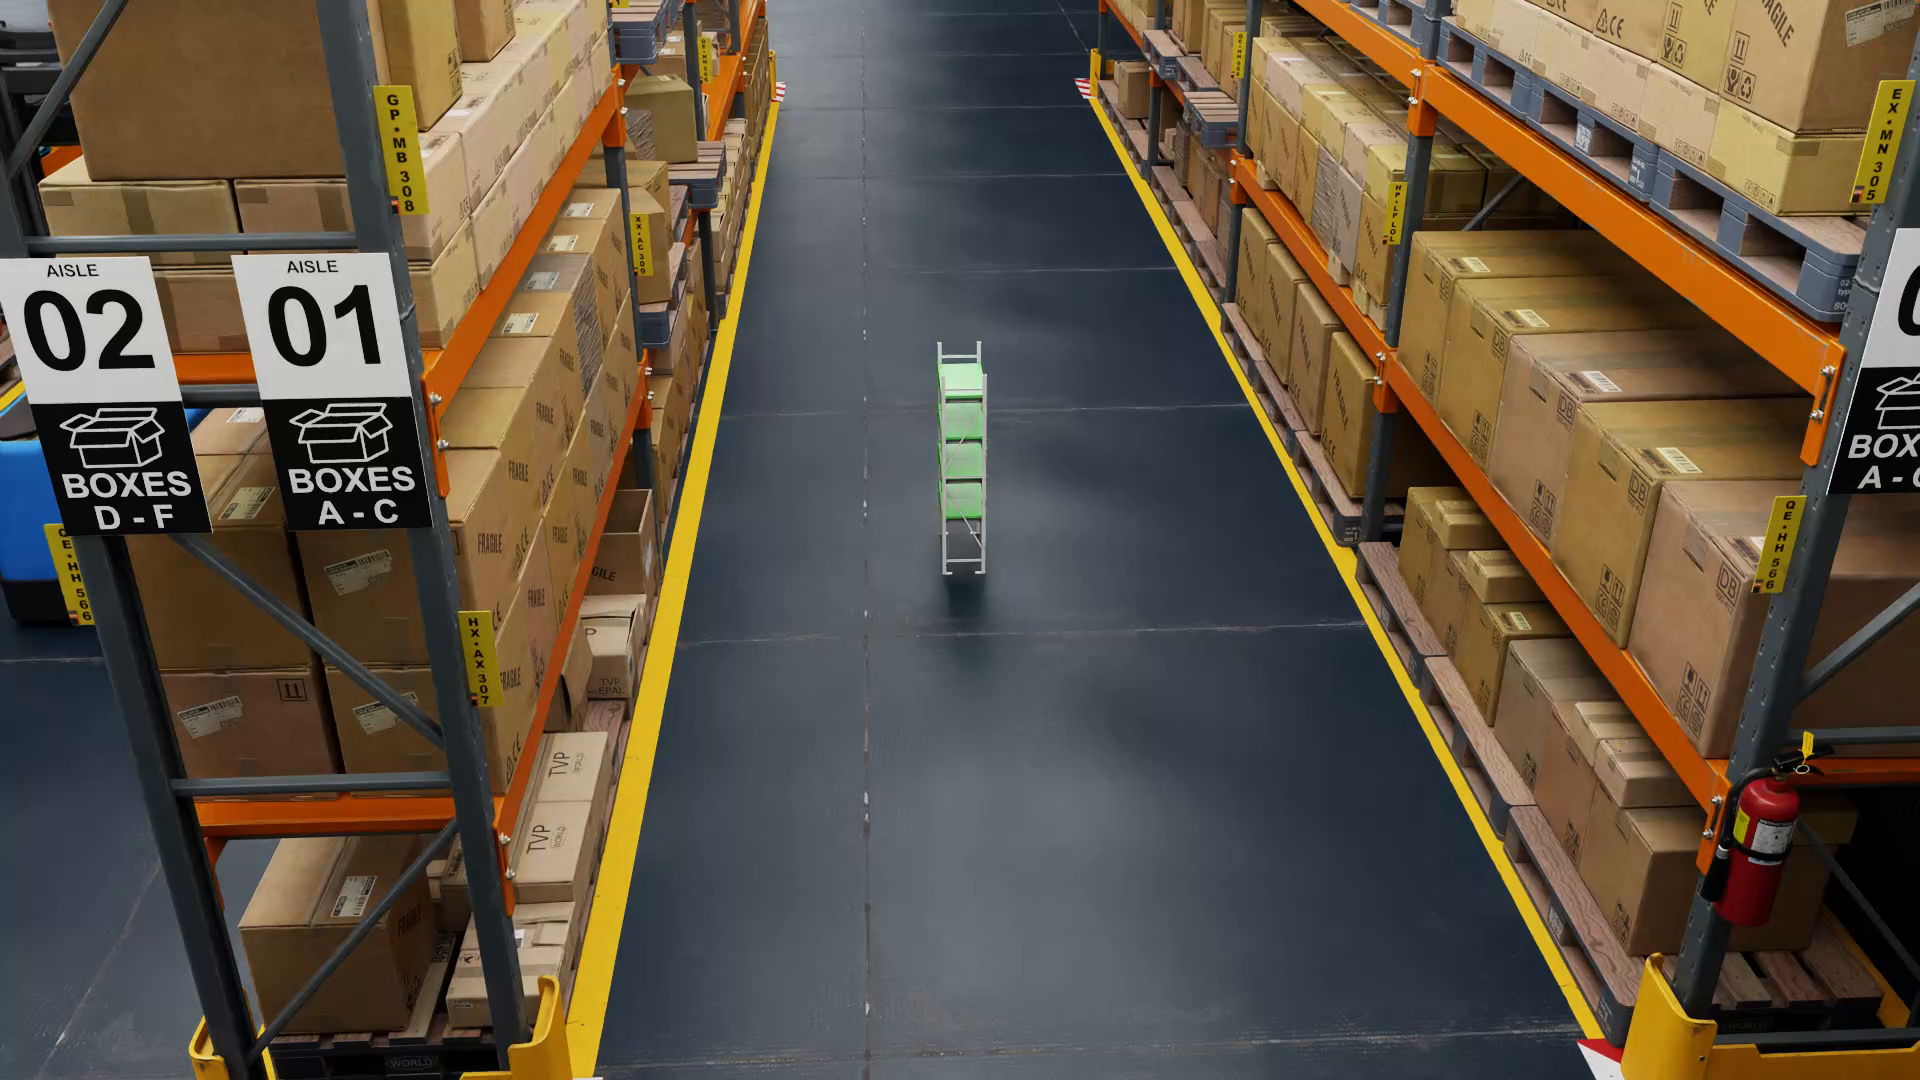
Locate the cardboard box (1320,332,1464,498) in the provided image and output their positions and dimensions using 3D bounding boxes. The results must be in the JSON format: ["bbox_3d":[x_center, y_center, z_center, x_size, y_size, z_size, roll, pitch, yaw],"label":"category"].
[{"bbox_3d":[2.619,-0.750,9.814,0.750,0.750,0.750,-1,28,-2],"label":"cardboard box"}]

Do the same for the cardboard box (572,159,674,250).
[{"bbox_3d":[-2.064,-1.869,9.528,0.700,0.500,0.500,3,28,5],"label":"cardboard box"}]

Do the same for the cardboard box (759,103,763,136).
[{"bbox_3d":[-2.345,-4.443,17.545,0.500,0.250,0.500,-1,28,-3],"label":"cardboard box"}]

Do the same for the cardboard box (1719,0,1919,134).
[{"bbox_3d":[2.681,-1.530,4.986,0.500,0.500,0.500,-1,28,-3],"label":"cardboard box"}]

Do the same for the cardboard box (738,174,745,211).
[{"bbox_3d":[-2.218,-3.105,14.980,0.500,0.250,0.500,-1,28,-2],"label":"cardboard box"}]

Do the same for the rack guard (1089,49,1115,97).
[{"bbox_3d":[2.161,-5.618,19.981,1.175,0.500,0.348,-1,28,-3],"label":"rack guard"}]

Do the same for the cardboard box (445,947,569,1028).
[{"bbox_3d":[-1.633,1.616,6.014,0.380,0.149,0.250,-1,28,-3],"label":"cardboard box"}]

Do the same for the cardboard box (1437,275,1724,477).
[{"bbox_3d":[2.828,-0.764,7.648,0.980,0.700,0.700,-2,28,-4],"label":"cardboard box"}]

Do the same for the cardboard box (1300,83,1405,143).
[{"bbox_3d":[2.432,-2.654,10.332,0.500,0.250,0.500,-2,28,-4],"label":"cardboard box"}]

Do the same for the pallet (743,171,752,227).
[{"bbox_3d":[-2.504,-3.217,15.690,1.003,0.211,1.213,-1,28,-3],"label":"pallet"}]

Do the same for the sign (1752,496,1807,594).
[{"bbox_3d":[2.449,0.016,4.968,0.100,0.325,0.005,-1,28,-3],"label":"sign"}]

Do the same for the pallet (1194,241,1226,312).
[{"bbox_3d":[2.535,-2.191,13.723,1.003,0.211,1.213,-1,28,-3],"label":"pallet"}]

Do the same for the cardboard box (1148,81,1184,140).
[{"bbox_3d":[2.271,-4.479,17.322,0.500,0.500,0.500,-3,28,-7],"label":"cardboard box"}]

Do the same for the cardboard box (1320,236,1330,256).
[{"bbox_3d":[2.460,-1.854,10.311,0.380,0.149,0.250,-2,28,-4],"label":"cardboard box"}]

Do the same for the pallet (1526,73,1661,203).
[{"bbox_3d":[2.876,-1.570,6.369,1.003,0.211,1.213,-1,28,-3],"label":"pallet"}]

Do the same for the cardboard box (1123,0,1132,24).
[{"bbox_3d":[1.979,-5.530,17.250,0.500,0.250,0.500,-2,28,-3],"label":"cardboard box"}]

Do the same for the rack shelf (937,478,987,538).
[{"bbox_3d":[0.009,-0.186,9.467,0.258,0.148,0.480,-1,28,-3],"label":"rack shelf"}]

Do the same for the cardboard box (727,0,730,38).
[{"bbox_3d":[-2.645,-5.285,16.532,0.700,0.500,0.500,-2,28,-3],"label":"cardboard box"}]

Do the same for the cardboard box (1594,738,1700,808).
[{"bbox_3d":[2.667,0.886,6.354,0.380,0.149,0.250,-2,28,-3],"label":"cardboard box"}]

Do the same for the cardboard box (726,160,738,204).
[{"bbox_3d":[-2.194,-3.126,14.412,0.500,0.311,0.500,-2,28,-3],"label":"cardboard box"}]

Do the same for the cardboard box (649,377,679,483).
[{"bbox_3d":[-1.984,-0.660,10.000,0.500,0.500,0.500,-1,28,-2],"label":"cardboard box"}]

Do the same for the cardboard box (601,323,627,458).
[{"bbox_3d":[-1.853,-0.680,7.702,0.500,0.500,0.500,-1,28,-1],"label":"cardboard box"}]

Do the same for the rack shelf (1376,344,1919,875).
[{"bbox_3d":[2.888,0.023,7.240,1.077,0.370,4.000,-1,28,-3],"label":"rack shelf"}]

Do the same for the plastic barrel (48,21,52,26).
[{"bbox_3d":[-7.697,-4.288,14.581,0.433,0.535,0.433,0,28,0],"label":"plastic barrel"}]

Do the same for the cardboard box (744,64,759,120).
[{"bbox_3d":[-2.327,-4.545,16.928,0.500,0.500,0.500,-1,28,-3],"label":"cardboard box"}]

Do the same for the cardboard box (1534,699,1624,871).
[{"bbox_3d":[2.829,0.998,6.842,0.700,0.500,0.500,-1,28,-3],"label":"cardboard box"}]

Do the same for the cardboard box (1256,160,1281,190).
[{"bbox_3d":[2.294,-2.565,11.675,0.380,0.149,0.250,-1,28,-1],"label":"cardboard box"}]

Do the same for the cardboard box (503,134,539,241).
[{"bbox_3d":[-1.769,-1.220,5.764,0.500,0.250,0.500,-1,28,-3],"label":"cardboard box"}]

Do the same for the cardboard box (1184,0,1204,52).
[{"bbox_3d":[2.380,-4.659,14.856,0.700,0.500,0.500,1,28,3],"label":"cardboard box"}]

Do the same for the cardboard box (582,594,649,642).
[{"bbox_3d":[-1.771,0.399,8.349,0.380,0.149,0.250,-1,28,-3],"label":"cardboard box"}]

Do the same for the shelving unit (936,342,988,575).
[{"bbox_3d":[0.009,-0.456,9.326,0.258,1.200,0.503,-1,28,-3],"label":"shelving unit"}]

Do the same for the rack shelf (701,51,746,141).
[{"bbox_3d":[-2.477,-3.550,14.091,1.077,0.370,4.000,-1,28,-3],"label":"rack shelf"}]

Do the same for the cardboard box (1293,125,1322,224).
[{"bbox_3d":[2.422,-2.310,10.484,0.500,0.500,0.500,-1,28,-1],"label":"cardboard box"}]

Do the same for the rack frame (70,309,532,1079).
[{"bbox_3d":[-1.955,0.749,5.070,1.000,3.000,0.127,-1,28,-3],"label":"rack frame"}]

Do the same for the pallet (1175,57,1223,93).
[{"bbox_3d":[2.430,-3.895,14.182,1.003,0.211,1.213,-1,28,-3],"label":"pallet"}]

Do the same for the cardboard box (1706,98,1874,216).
[{"bbox_3d":[2.689,-1.198,5.160,0.500,0.250,0.500,-1,28,-1],"label":"cardboard box"}]

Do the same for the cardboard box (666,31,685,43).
[{"bbox_3d":[-2.504,-4.007,14.082,0.500,0.500,0.500,-1,28,-3],"label":"cardboard box"}]

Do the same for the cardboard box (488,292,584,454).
[{"bbox_3d":[-1.798,-0.657,6.577,0.500,0.500,0.500,-2,28,-3],"label":"cardboard box"}]

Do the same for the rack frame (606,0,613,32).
[{"bbox_3d":[-2.164,-3.758,7.225,1.000,3.000,0.127,-1,28,-3],"label":"rack frame"}]

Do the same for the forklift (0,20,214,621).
[{"bbox_3d":[-4.611,-1.518,9.492,1.130,2.935,3.031,-2,28,-3],"label":"forklift"}]

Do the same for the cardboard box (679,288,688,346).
[{"bbox_3d":[-2.024,-1.440,10.684,0.500,0.250,0.500,-2,28,-4],"label":"cardboard box"}]

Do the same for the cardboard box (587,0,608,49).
[{"bbox_3d":[-1.867,-2.365,7.419,0.500,0.250,0.500,-1,28,-3],"label":"cardboard box"}]

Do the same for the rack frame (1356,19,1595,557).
[{"bbox_3d":[2.783,-1.220,8.845,1.000,3.000,0.127,-1,28,-3],"label":"rack frame"}]

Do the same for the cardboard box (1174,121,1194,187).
[{"bbox_3d":[2.420,-3.661,15.754,0.700,0.500,0.500,0,28,-1],"label":"cardboard box"}]

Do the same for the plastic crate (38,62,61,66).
[{"bbox_3d":[-7.098,-3.610,13.358,0.402,0.464,0.583,-1,28,-3],"label":"plastic crate"}]

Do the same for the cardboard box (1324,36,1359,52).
[{"bbox_3d":[2.857,-3.381,11.727,0.500,0.250,0.500,-1,28,-1],"label":"cardboard box"}]

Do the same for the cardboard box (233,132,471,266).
[{"bbox_3d":[-1.722,-0.980,4.763,0.500,0.250,0.500,-1,28,-3],"label":"cardboard box"}]

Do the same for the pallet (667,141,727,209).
[{"bbox_3d":[-2.267,-2.549,11.601,1.213,0.211,1.003,-1,28,-3],"label":"pallet"}]

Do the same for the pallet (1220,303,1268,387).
[{"bbox_3d":[2.540,-1.465,12.330,1.003,0.211,1.213,-1,28,-3],"label":"pallet"}]

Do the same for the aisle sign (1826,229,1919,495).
[{"bbox_3d":[2.696,-0.484,4.624,0.394,0.787,0.004,-1,28,-3],"label":"aisle sign"}]

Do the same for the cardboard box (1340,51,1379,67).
[{"bbox_3d":[2.880,-3.142,11.268,0.500,0.250,0.500,-2,28,-4],"label":"cardboard box"}]
